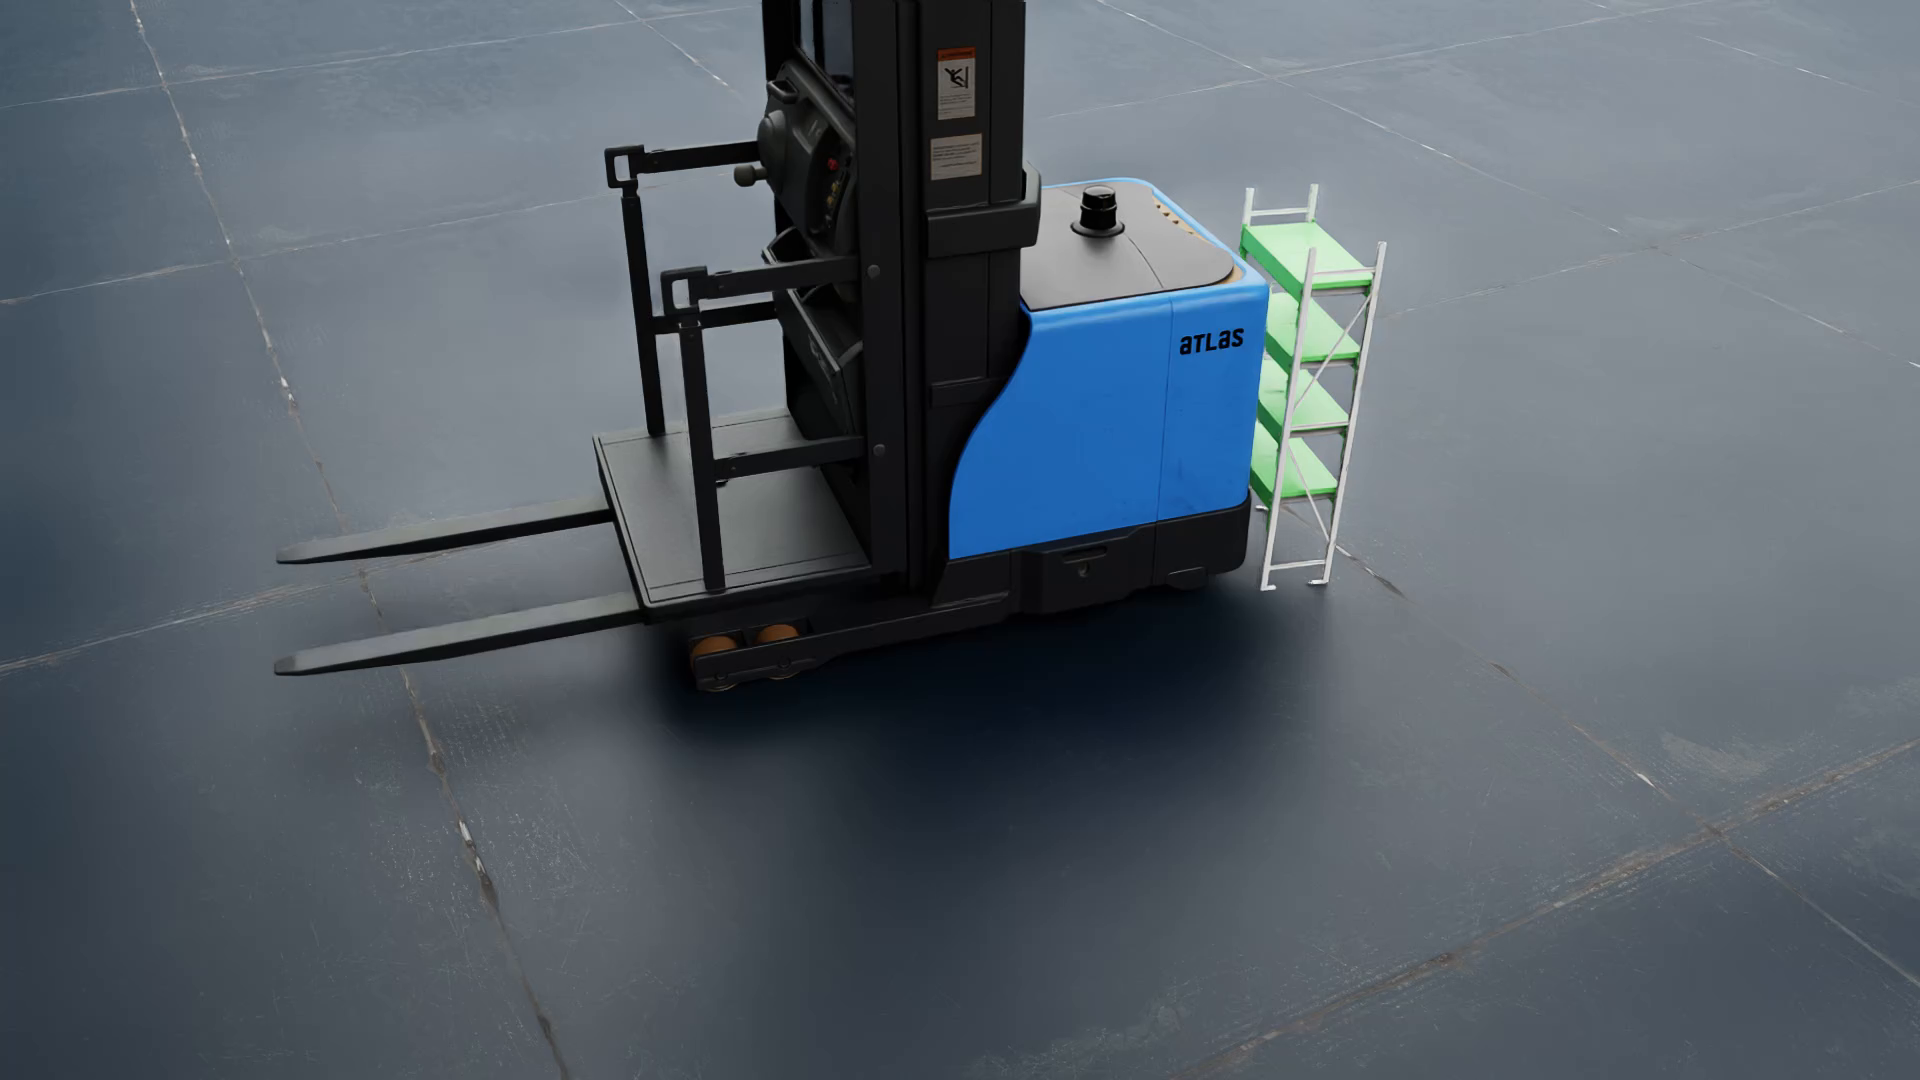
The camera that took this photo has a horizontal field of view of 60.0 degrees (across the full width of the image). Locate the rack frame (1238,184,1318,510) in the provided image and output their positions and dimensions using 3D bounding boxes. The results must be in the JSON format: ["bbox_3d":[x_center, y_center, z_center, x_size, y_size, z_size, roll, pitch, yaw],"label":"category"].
[{"bbox_3d":[1.006,-0.612,5.586,0.240,1.200,0.015,-6,33,-12],"label":"rack frame"}]

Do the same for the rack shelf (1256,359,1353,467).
[{"bbox_3d":[1.061,-0.430,5.420,0.258,0.148,0.480,-6,33,-12],"label":"rack shelf"}]

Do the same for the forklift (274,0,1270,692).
[{"bbox_3d":[-0.625,-1.095,4.742,3.031,2.935,1.130,-10,34,-16],"label":"forklift"}]

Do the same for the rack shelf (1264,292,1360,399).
[{"bbox_3d":[1.068,-0.632,5.292,0.258,0.148,0.480,-6,33,-12],"label":"rack shelf"}]

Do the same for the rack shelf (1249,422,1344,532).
[{"bbox_3d":[1.055,-0.227,5.548,0.258,0.148,0.480,-6,33,-12],"label":"rack shelf"}]

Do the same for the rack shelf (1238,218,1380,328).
[{"bbox_3d":[1.074,-0.835,5.164,0.258,0.148,0.480,-6,33,-12],"label":"rack shelf"}]

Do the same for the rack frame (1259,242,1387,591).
[{"bbox_3d":[1.120,-0.356,5.186,0.240,1.200,0.015,-6,33,-12],"label":"rack frame"}]

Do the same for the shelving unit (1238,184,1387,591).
[{"bbox_3d":[1.063,-0.484,5.386,0.258,1.200,0.503,-6,33,-12],"label":"shelving unit"}]
